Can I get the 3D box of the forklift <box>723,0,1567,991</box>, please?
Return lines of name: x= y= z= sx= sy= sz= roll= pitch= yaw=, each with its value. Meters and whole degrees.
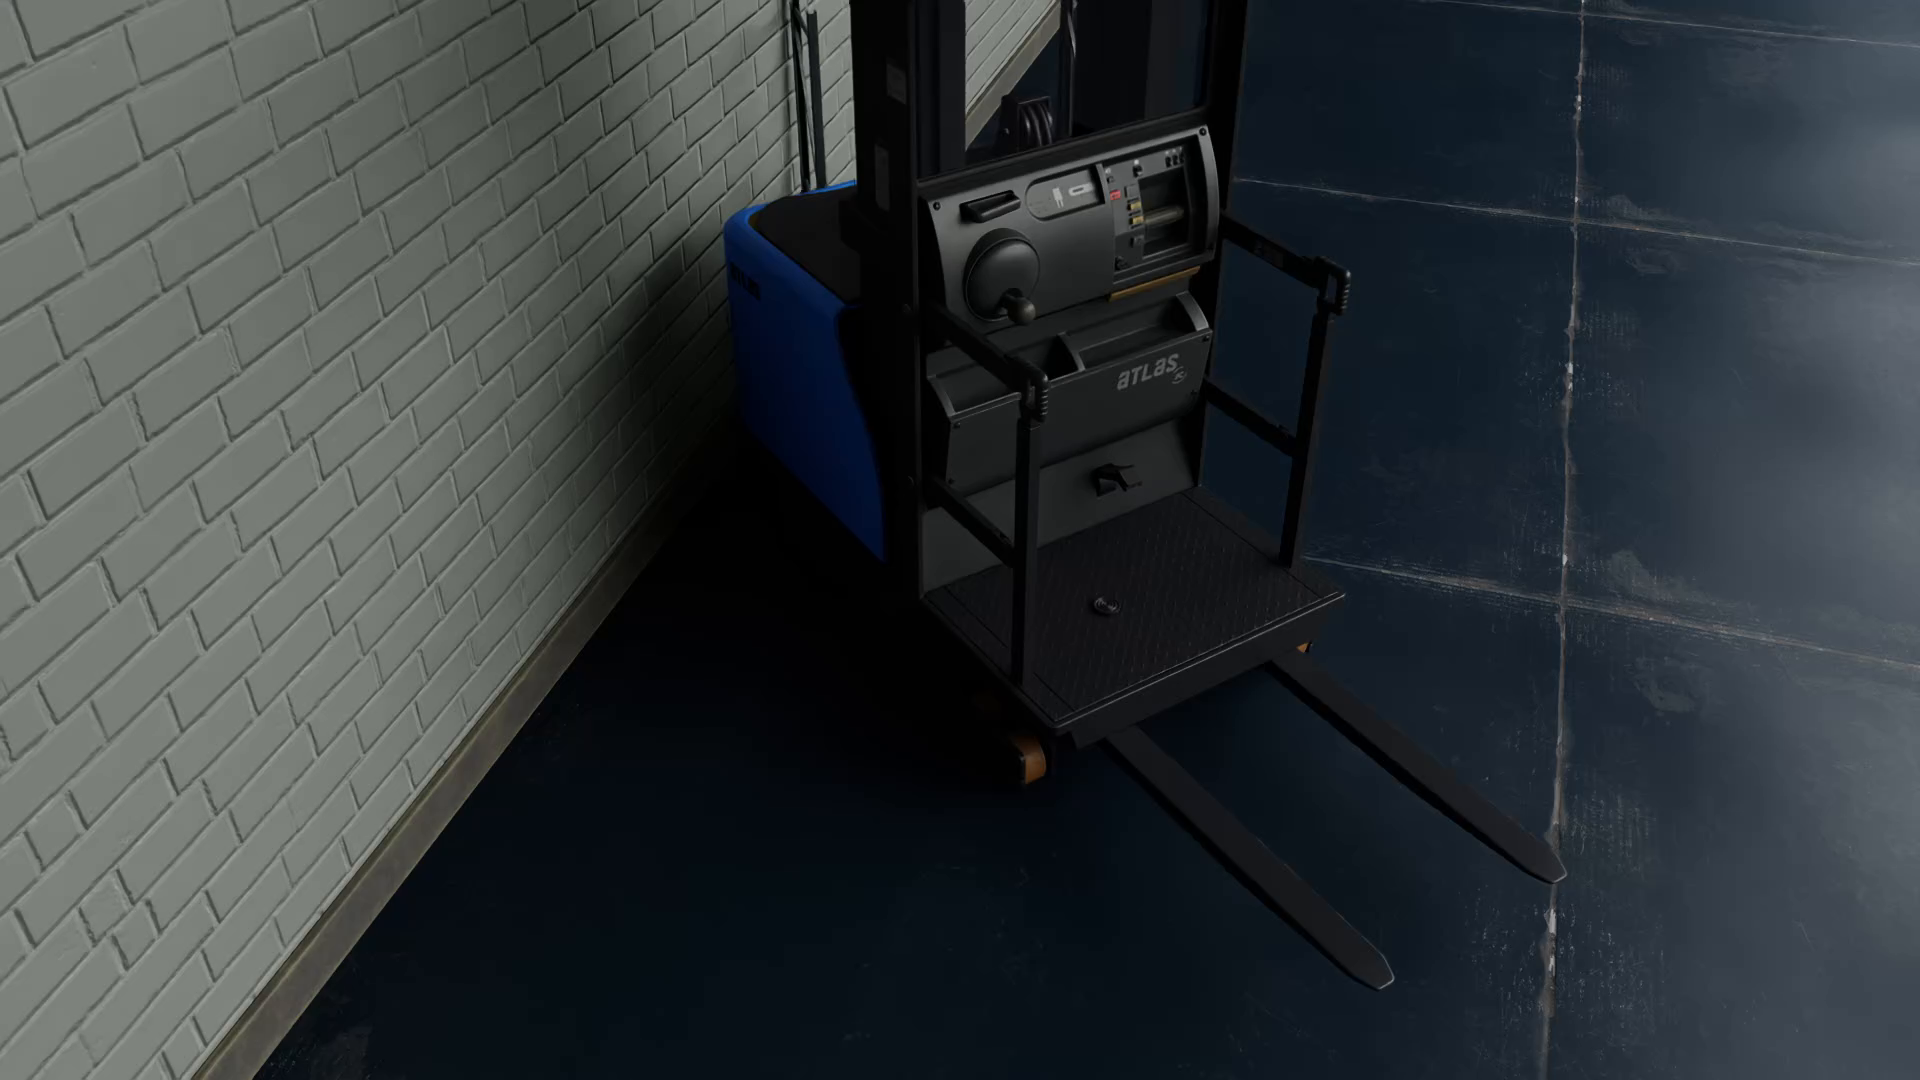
forklift: x=0.440 y=-0.796 z=4.359 sx=1.130 sy=2.935 sz=3.031 roll=-21 pitch=41 yaw=-26

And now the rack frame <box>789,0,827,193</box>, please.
rack frame: x=-0.537 y=-1.246 z=6.137 sx=0.032 sy=1.500 sz=0.500 roll=-7 pitch=33 yaw=-10

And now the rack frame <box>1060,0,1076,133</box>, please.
rack frame: x=0.455 y=-1.374 z=6.319 sx=0.032 sy=1.500 sz=0.500 roll=-7 pitch=33 yaw=-10

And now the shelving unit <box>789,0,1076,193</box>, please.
shelving unit: x=-0.032 y=-1.311 z=6.230 sx=1.083 sy=1.500 sz=0.587 roll=-7 pitch=33 yaw=-10
